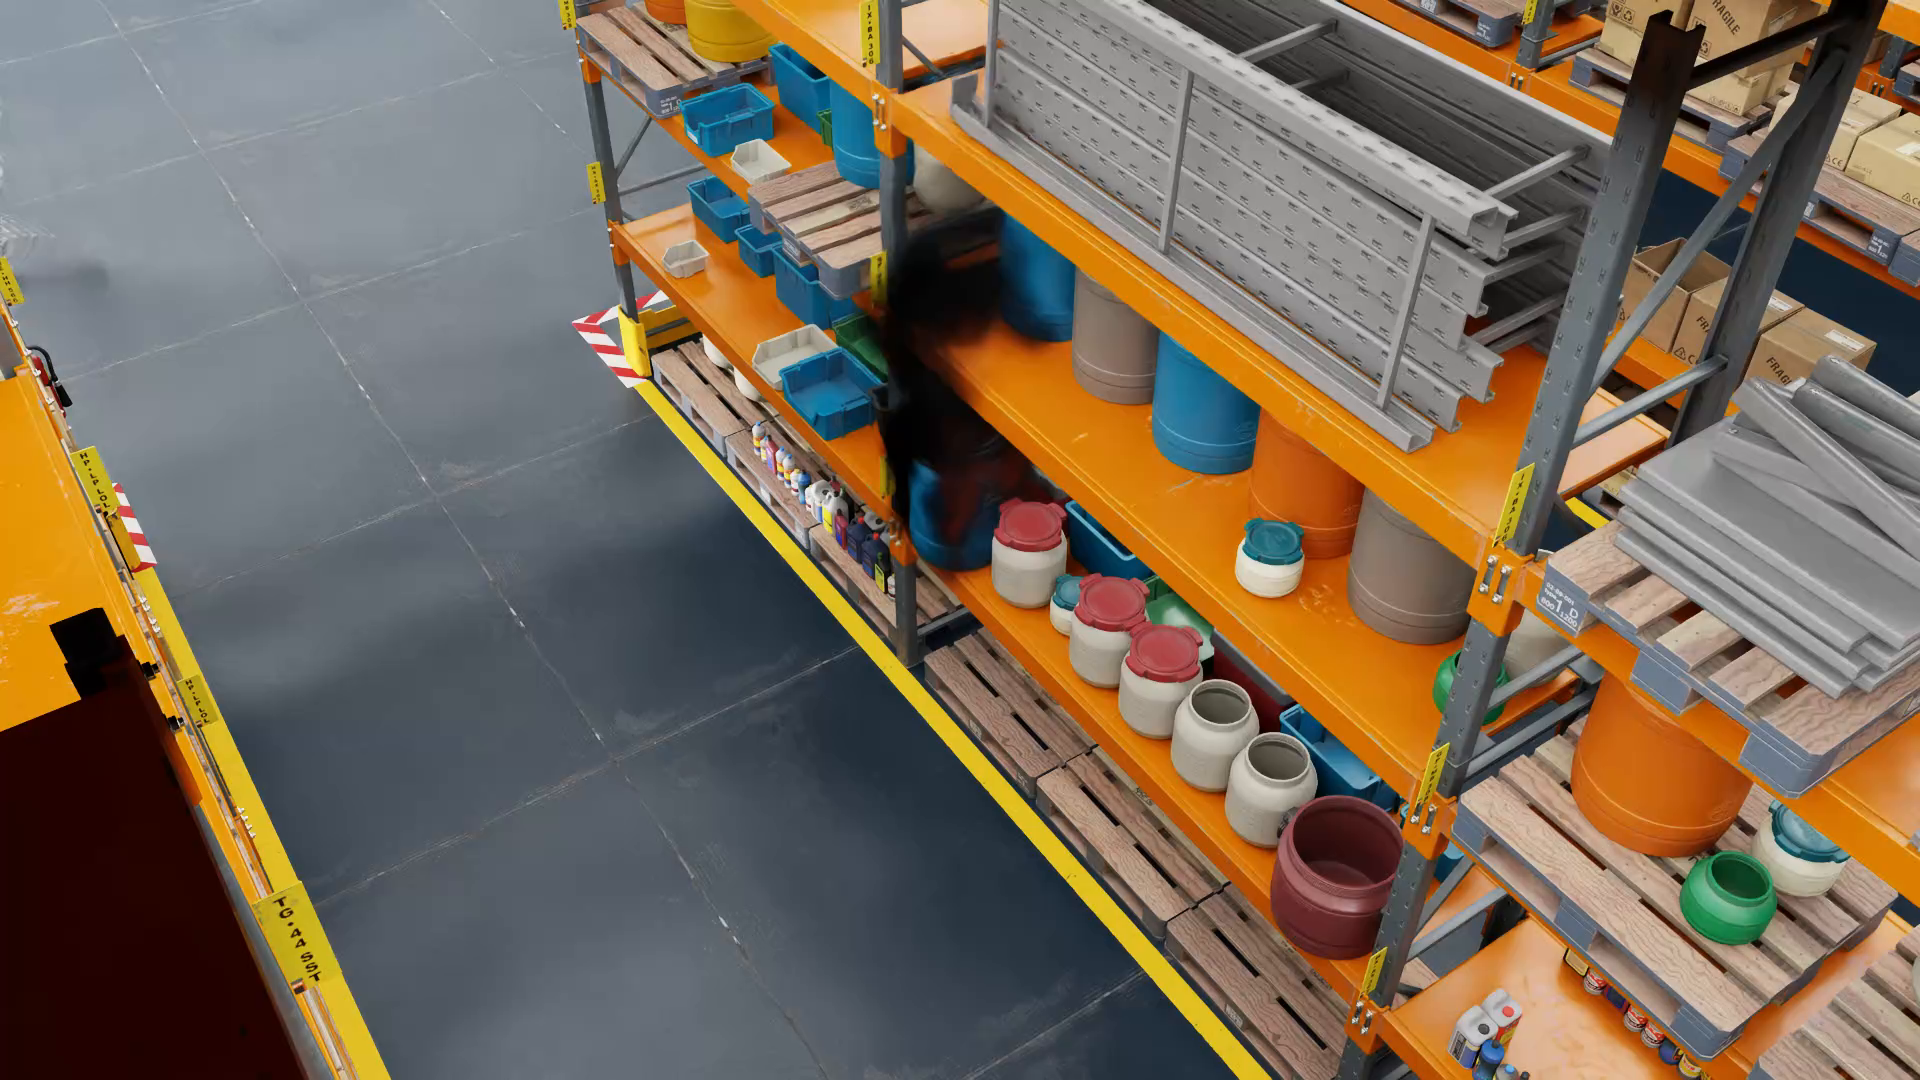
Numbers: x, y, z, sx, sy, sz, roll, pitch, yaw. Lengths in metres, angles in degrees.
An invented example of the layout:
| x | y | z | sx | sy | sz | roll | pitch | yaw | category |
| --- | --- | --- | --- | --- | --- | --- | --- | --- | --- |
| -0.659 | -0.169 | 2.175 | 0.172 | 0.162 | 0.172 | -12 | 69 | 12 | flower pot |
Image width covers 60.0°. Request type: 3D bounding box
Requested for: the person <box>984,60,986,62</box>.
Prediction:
| x | y | z | sx | sy | sz | roll | pitch | yaw | category |
| --- | --- | --- | --- | --- | --- | --- | --- | --- | --- |
| 0.519 | -4.900 | 15.951 | 0.748 | 1.587 | 0.617 | -1 | 43 | -2 | person |
